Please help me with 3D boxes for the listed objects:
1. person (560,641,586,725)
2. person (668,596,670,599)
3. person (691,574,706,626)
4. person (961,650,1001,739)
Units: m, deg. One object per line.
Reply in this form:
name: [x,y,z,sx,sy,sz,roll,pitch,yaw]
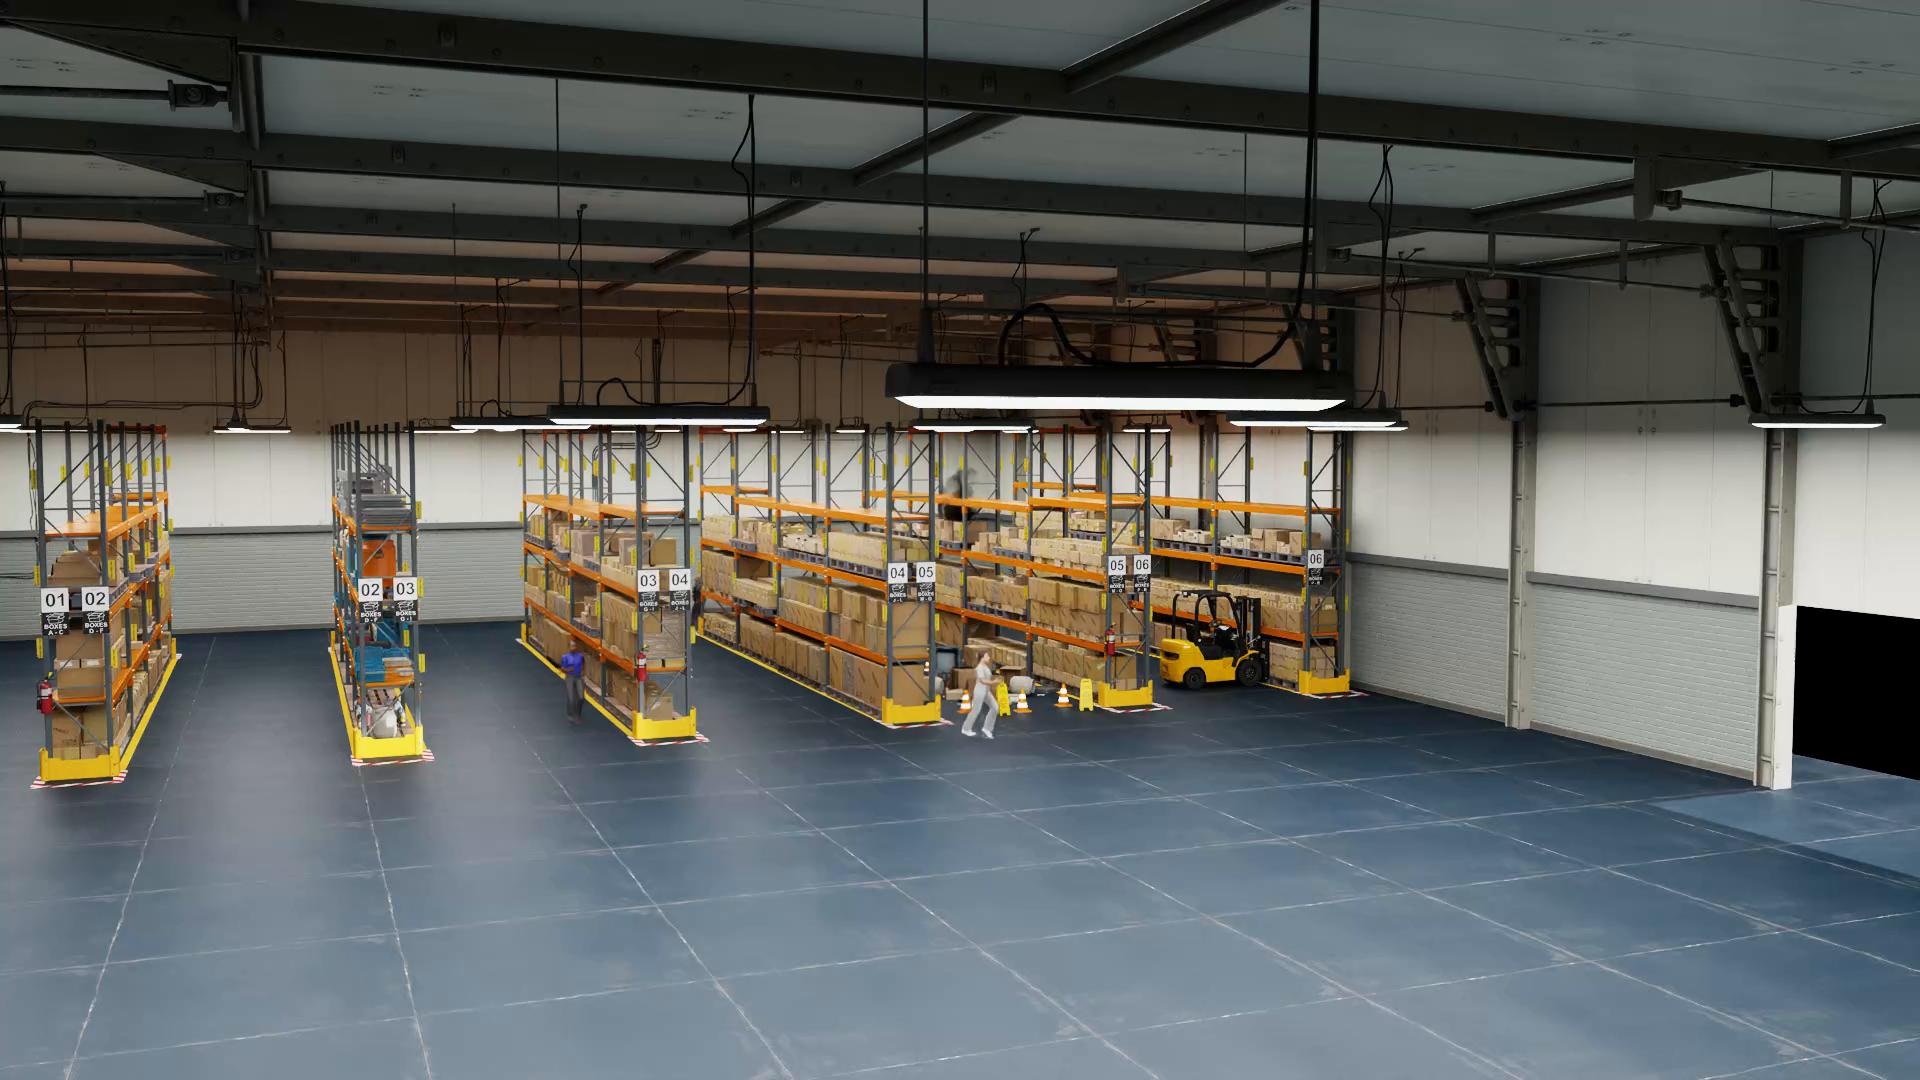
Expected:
person: [-7.661,2.842,33.057,0.558,1.685,0.667,-2,4,-26]
person: [-8.272,1.880,48.597,0.695,1.695,0.774,3,5,40]
person: [-7.713,1.814,49.350,0.941,1.654,0.723,-1,4,-21]
person: [0.414,2.927,31.418,0.812,1.710,0.527,1,4,21]
